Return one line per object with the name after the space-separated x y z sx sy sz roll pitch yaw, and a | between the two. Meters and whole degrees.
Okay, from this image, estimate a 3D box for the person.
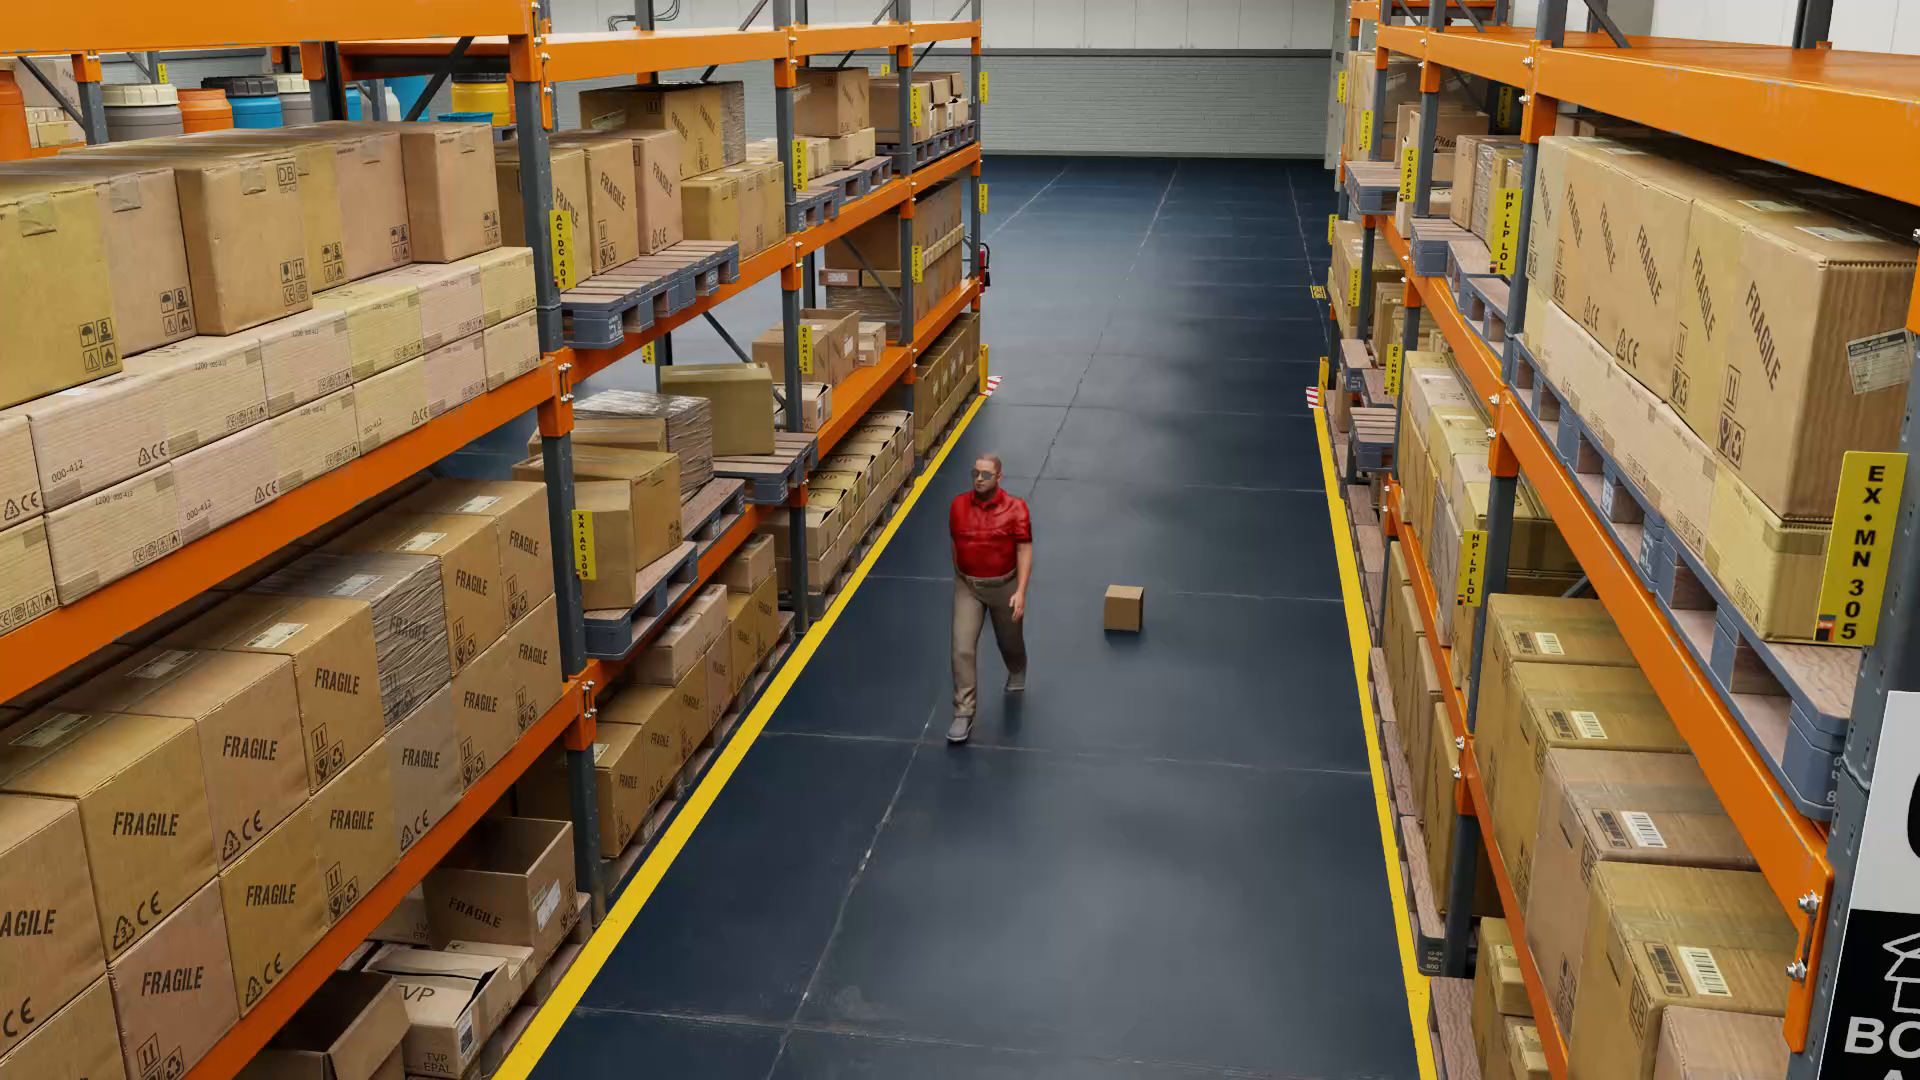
0.180 0.291 10.154 0.541 1.673 1.004 4 18 12 | person
